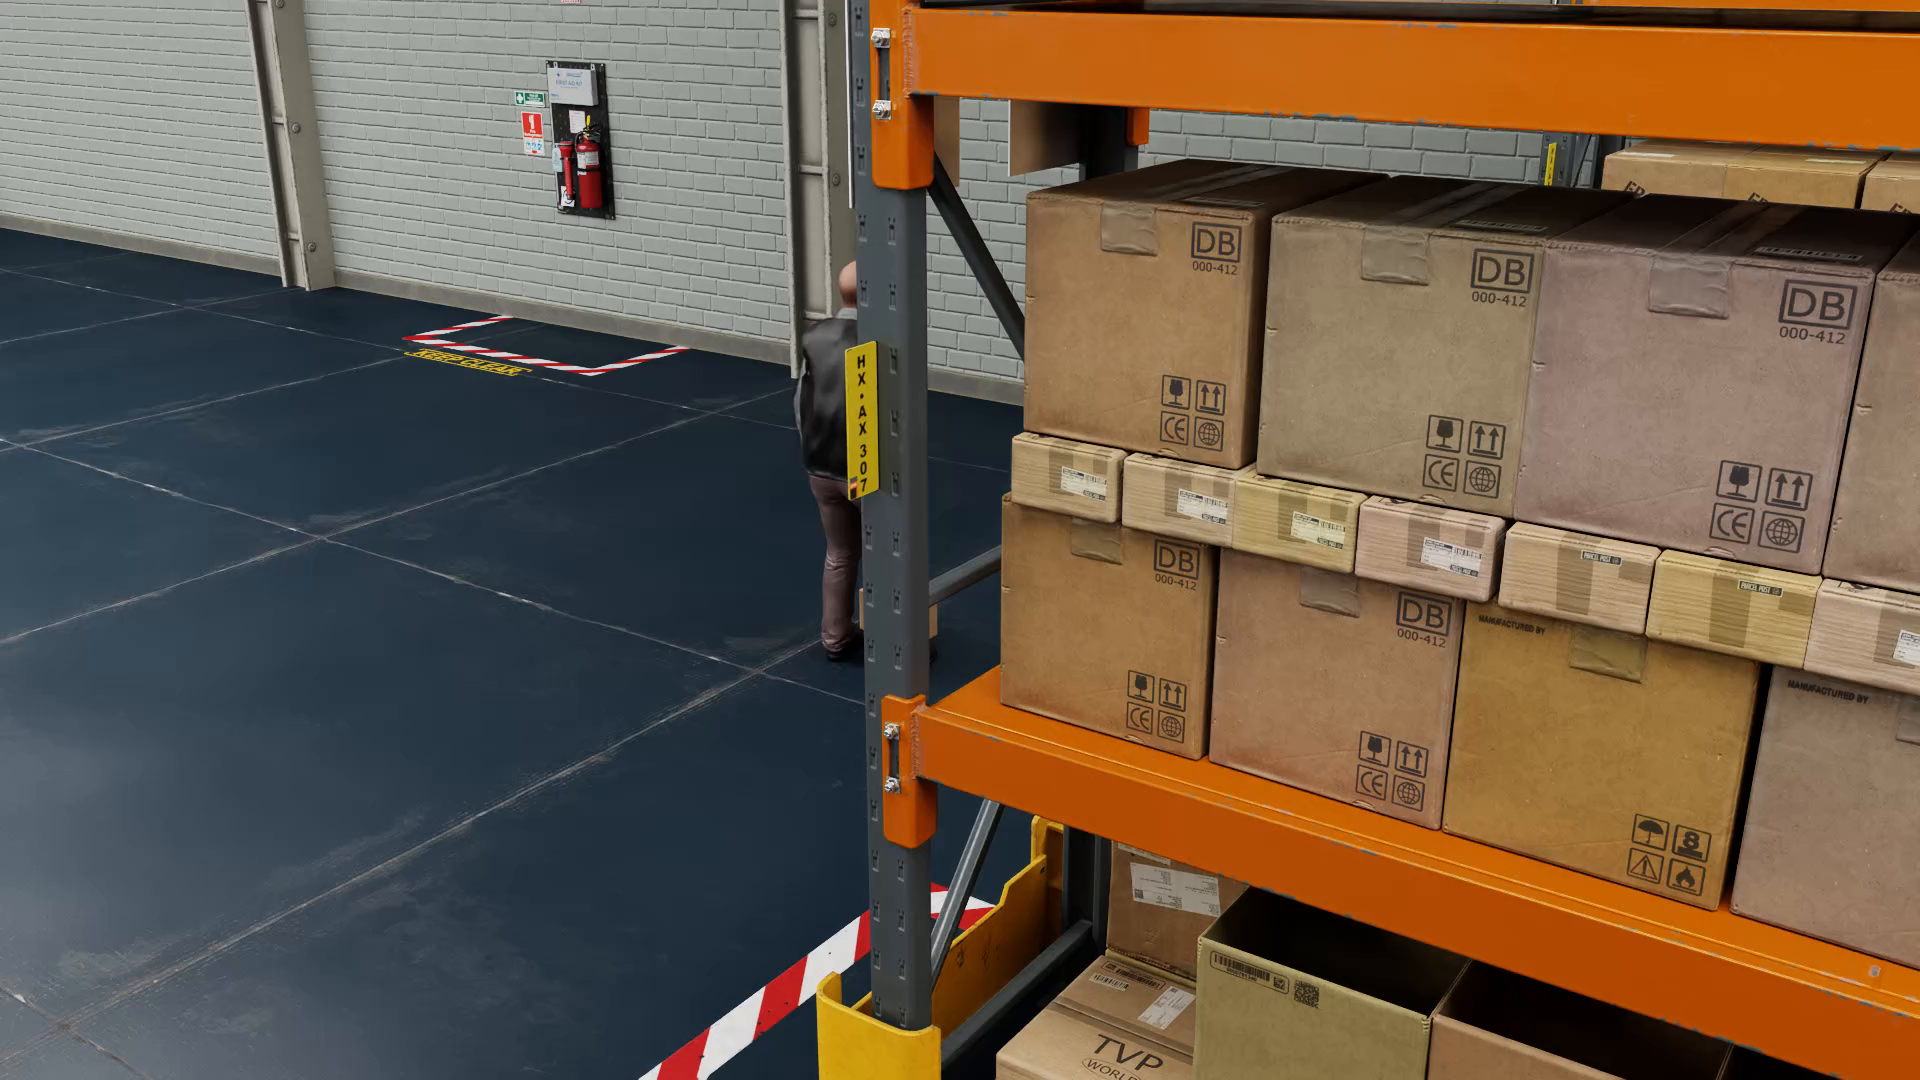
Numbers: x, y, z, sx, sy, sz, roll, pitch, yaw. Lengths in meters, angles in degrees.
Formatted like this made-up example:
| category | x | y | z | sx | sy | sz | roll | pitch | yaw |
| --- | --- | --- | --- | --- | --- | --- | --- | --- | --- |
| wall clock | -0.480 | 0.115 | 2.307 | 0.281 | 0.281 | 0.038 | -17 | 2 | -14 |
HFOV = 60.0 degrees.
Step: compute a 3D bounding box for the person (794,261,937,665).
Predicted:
| category | x | y | z | sx | sy | sz | roll | pitch | yaw |
| --- | --- | --- | --- | --- | --- | --- | --- | --- | --- |
| person | -0.426 | -0.292 | 6.923 | 0.589 | 1.721 | 0.411 | 12 | 23 | 31 |
